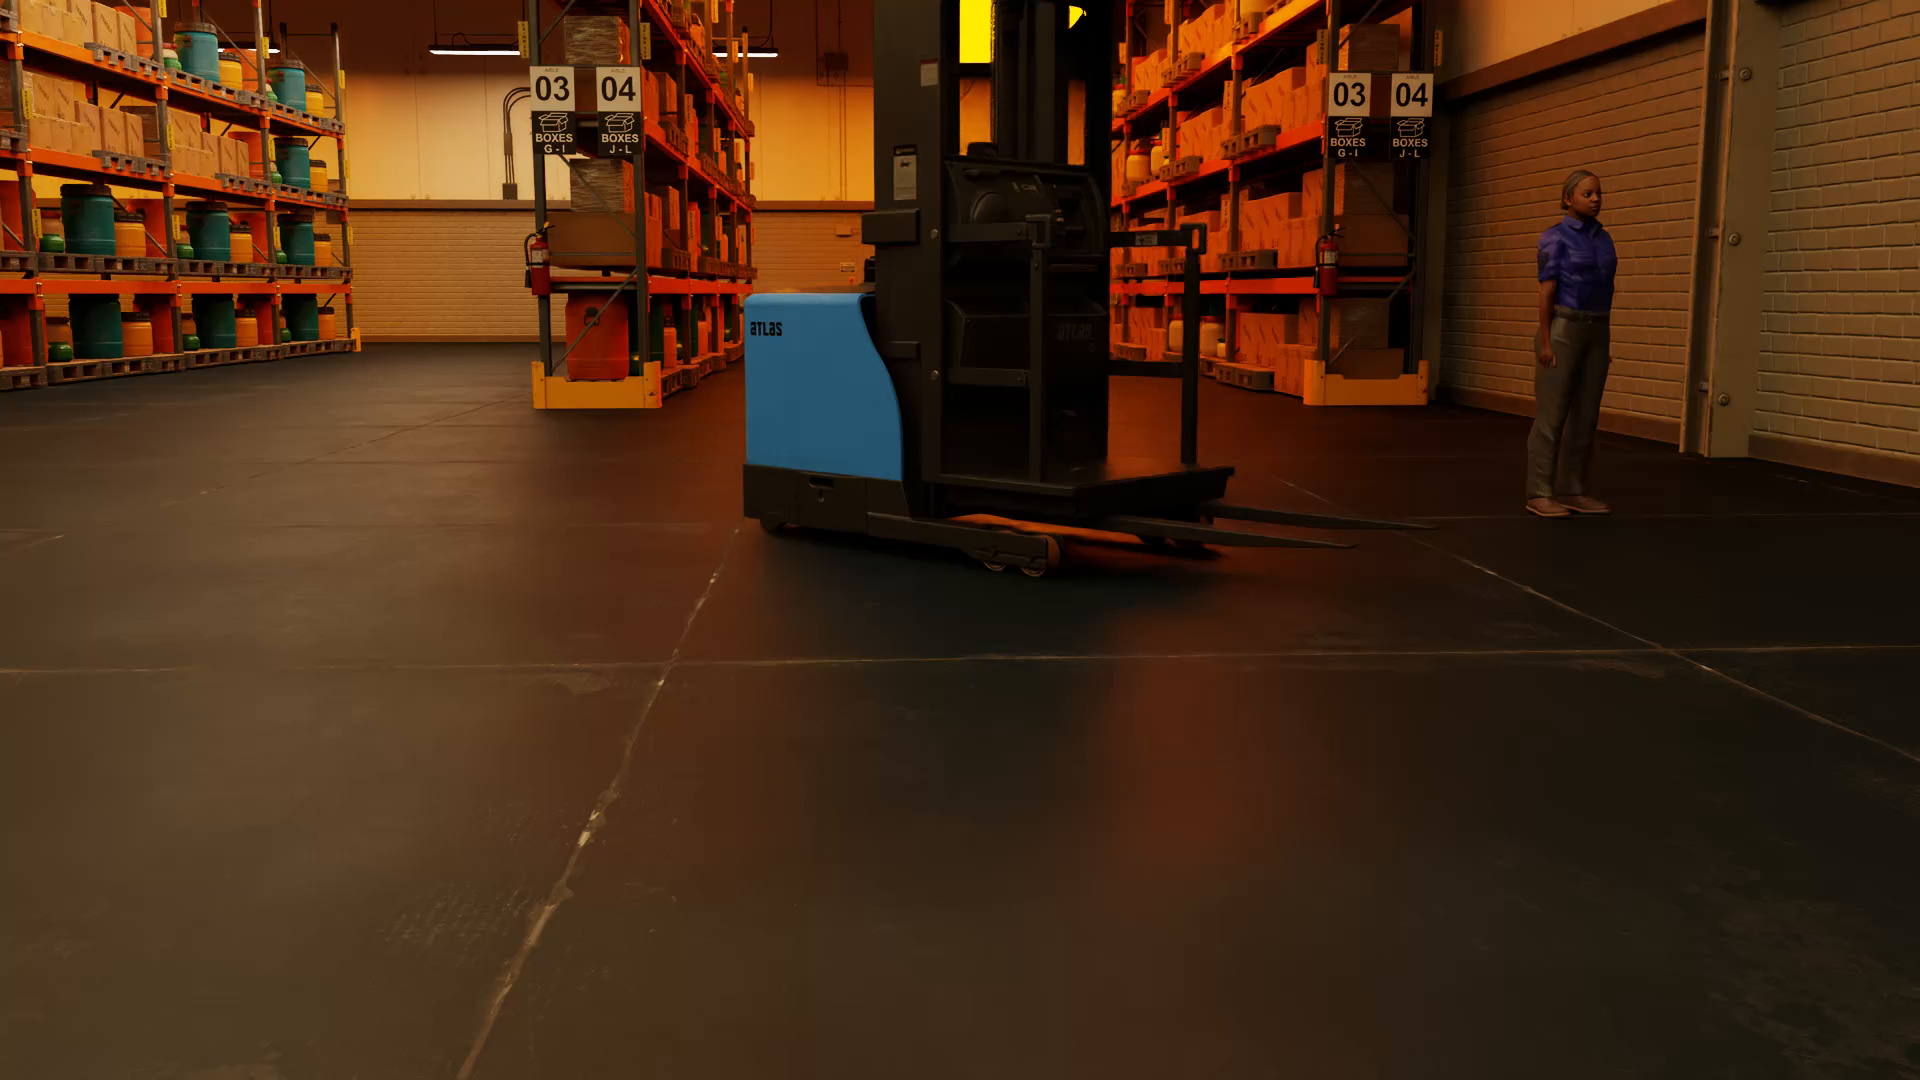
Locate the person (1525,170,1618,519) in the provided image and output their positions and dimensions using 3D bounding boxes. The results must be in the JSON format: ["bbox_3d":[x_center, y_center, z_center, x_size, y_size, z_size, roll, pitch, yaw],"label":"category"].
[{"bbox_3d":[2.990,-0.949,8.070,0.446,1.662,0.327,-4,9,-26],"label":"person"}]

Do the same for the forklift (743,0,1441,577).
[{"bbox_3d":[0.438,-1.394,6.717,3.031,2.935,1.130,8,11,42],"label":"forklift"}]
